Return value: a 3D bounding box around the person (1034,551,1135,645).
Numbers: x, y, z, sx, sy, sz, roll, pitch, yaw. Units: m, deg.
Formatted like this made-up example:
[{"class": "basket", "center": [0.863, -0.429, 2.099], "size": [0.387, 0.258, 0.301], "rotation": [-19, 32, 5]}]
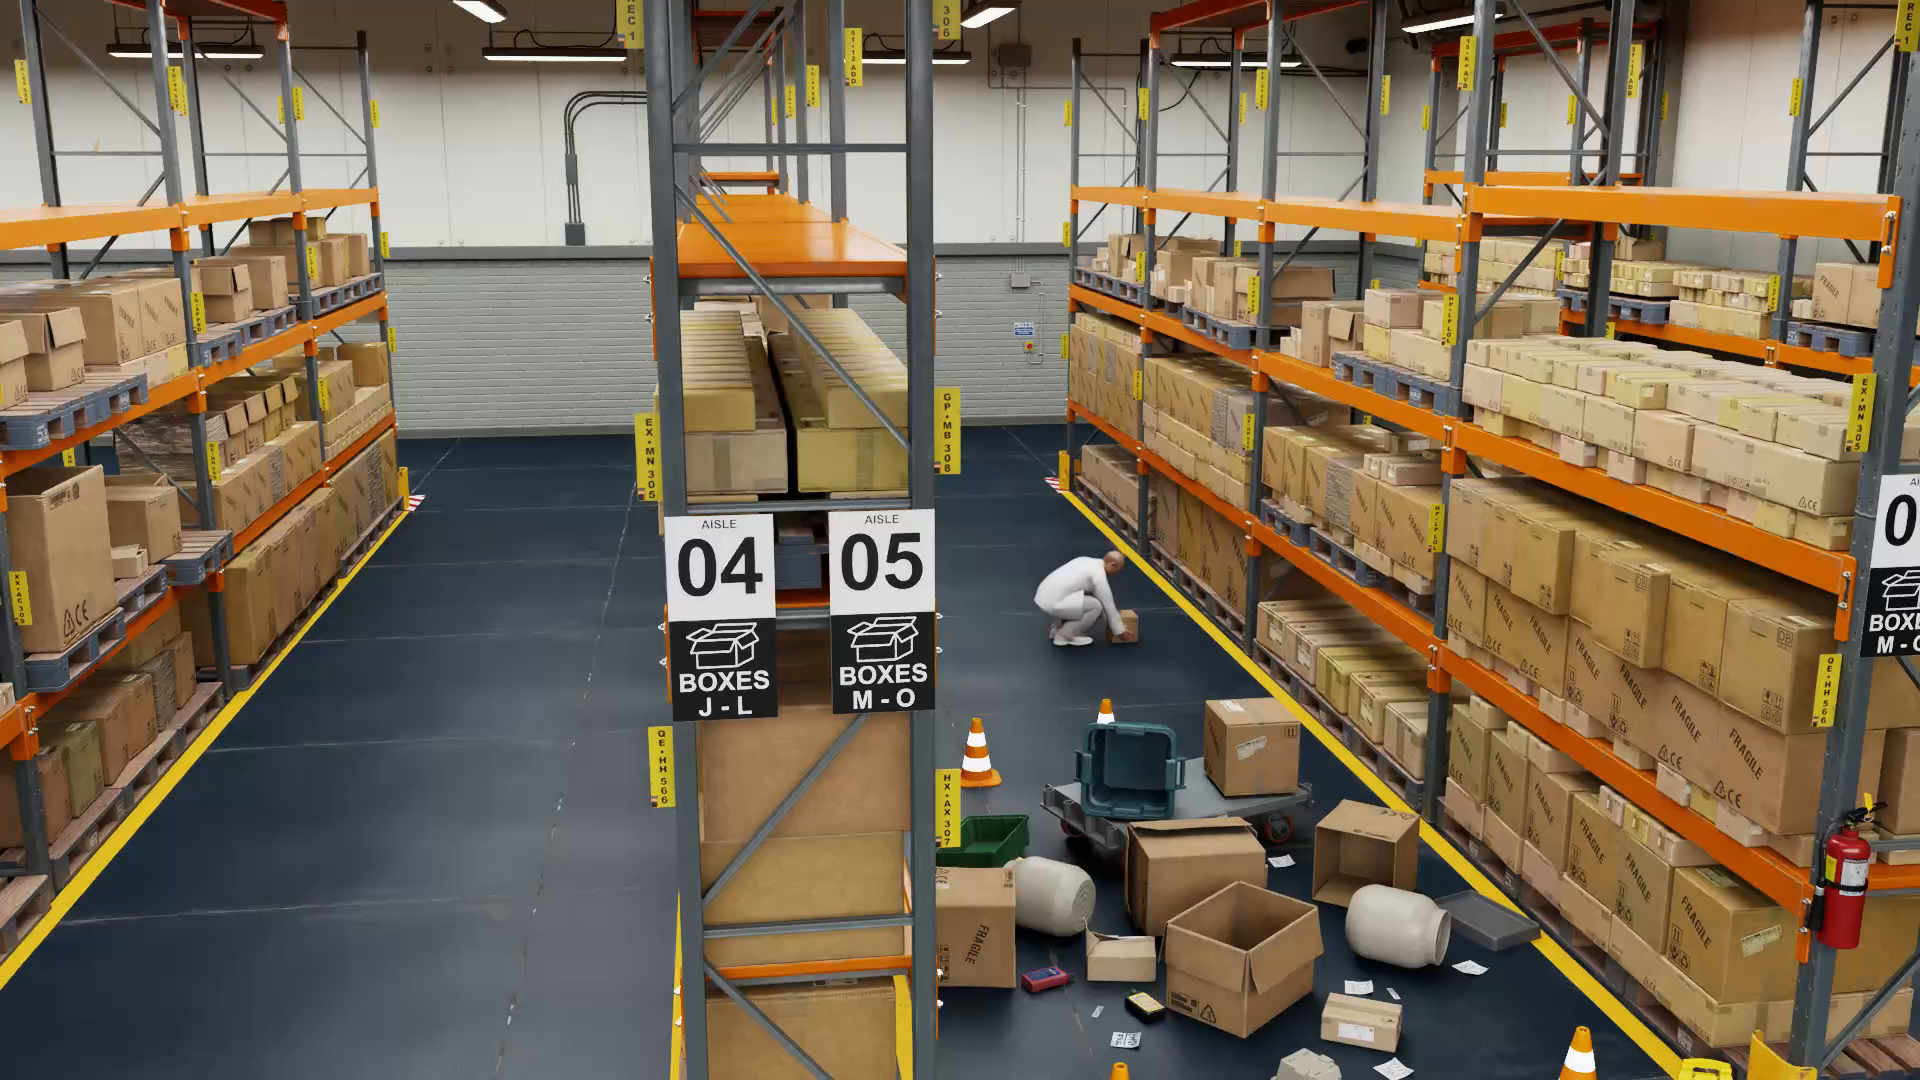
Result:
[{"class": "person", "center": [1.168, 0.556, 15.729], "size": [0.935, 0.878, 0.587], "rotation": [-2, 13, -8]}]
